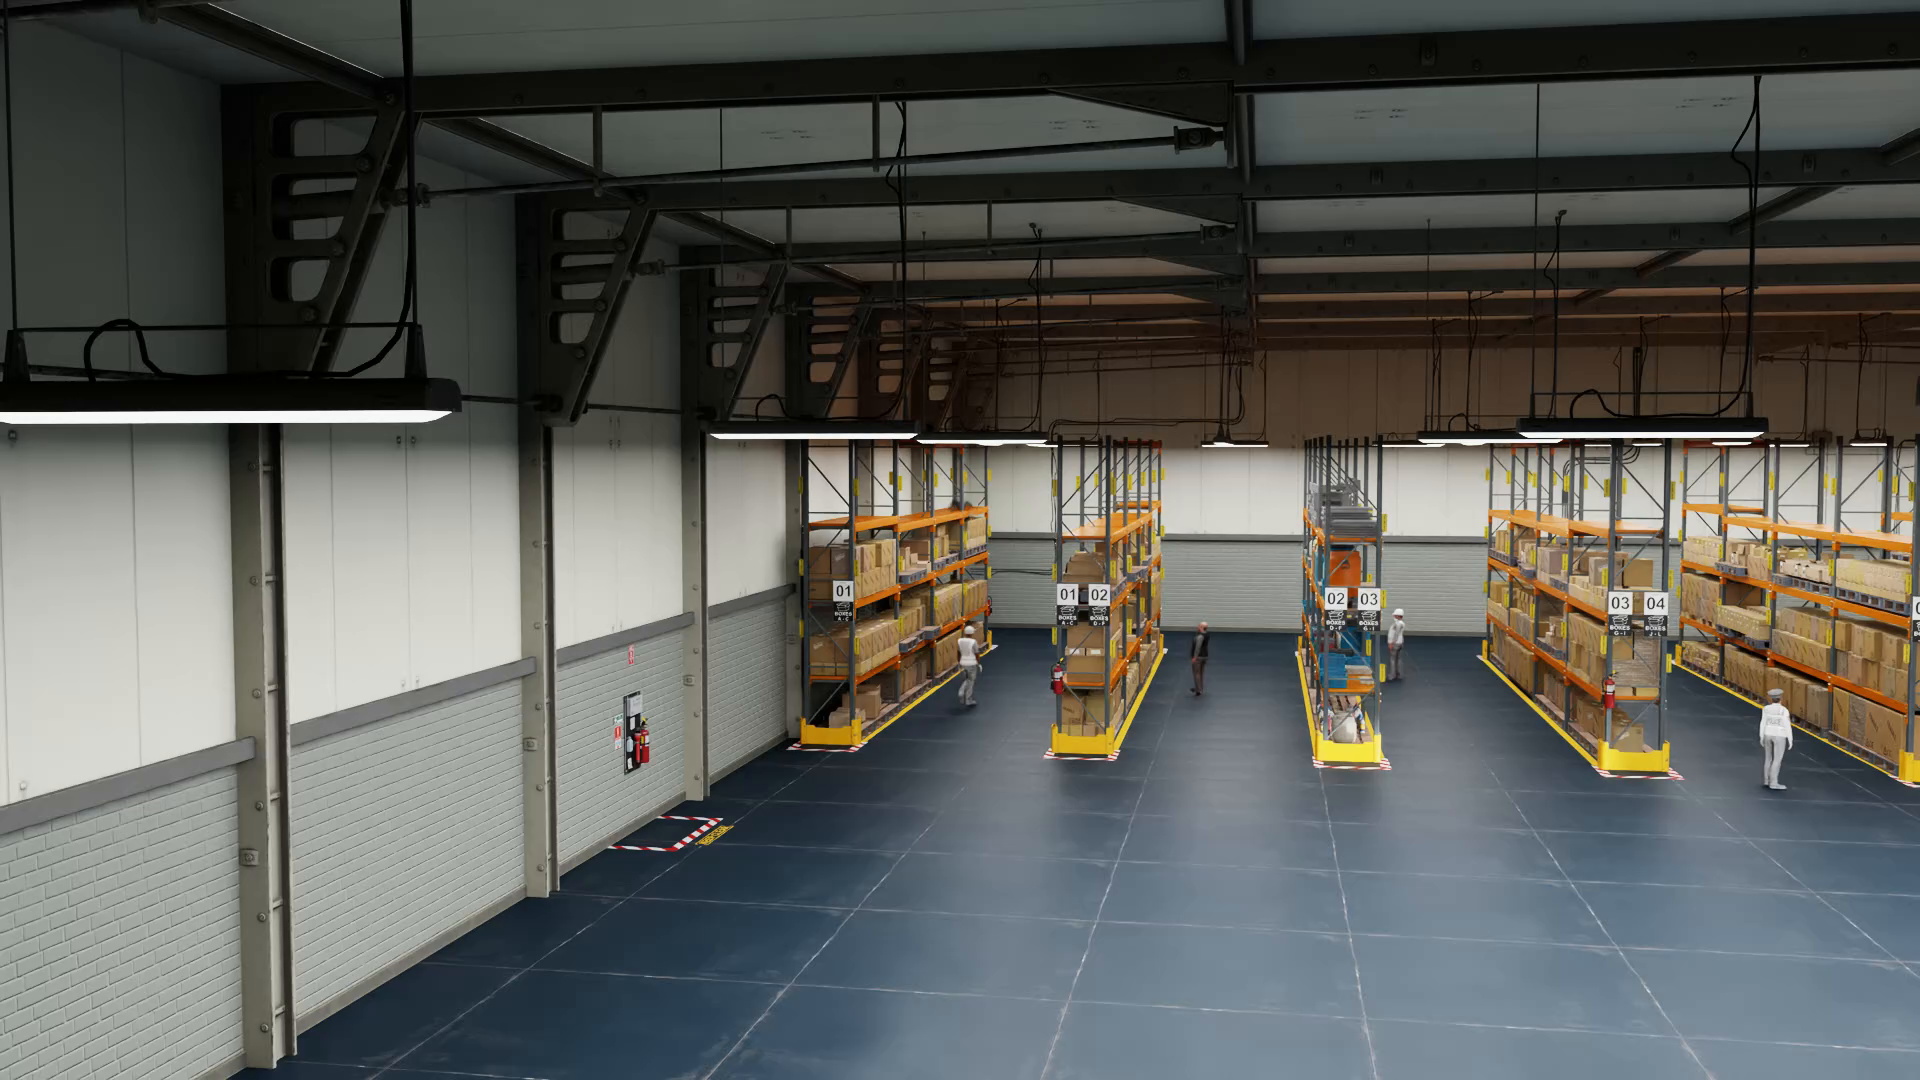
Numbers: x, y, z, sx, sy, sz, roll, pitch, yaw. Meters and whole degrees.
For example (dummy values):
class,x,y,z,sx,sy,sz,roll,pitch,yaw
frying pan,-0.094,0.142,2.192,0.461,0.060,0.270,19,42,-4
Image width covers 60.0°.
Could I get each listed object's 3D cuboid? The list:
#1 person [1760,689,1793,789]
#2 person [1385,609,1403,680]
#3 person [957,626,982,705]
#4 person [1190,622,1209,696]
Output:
class,x,y,z,sx,sy,sz,roll,pitch,yaw
person,13.854,3.368,28.149,0.461,1.699,0.547,-2,4,-32
person,10.837,2.601,41.481,0.477,1.771,0.589,2,4,33
person,0.219,2.801,37.234,0.470,1.780,0.555,-3,4,-42
person,5.562,2.768,39.036,0.547,1.716,0.633,-3,4,-42
